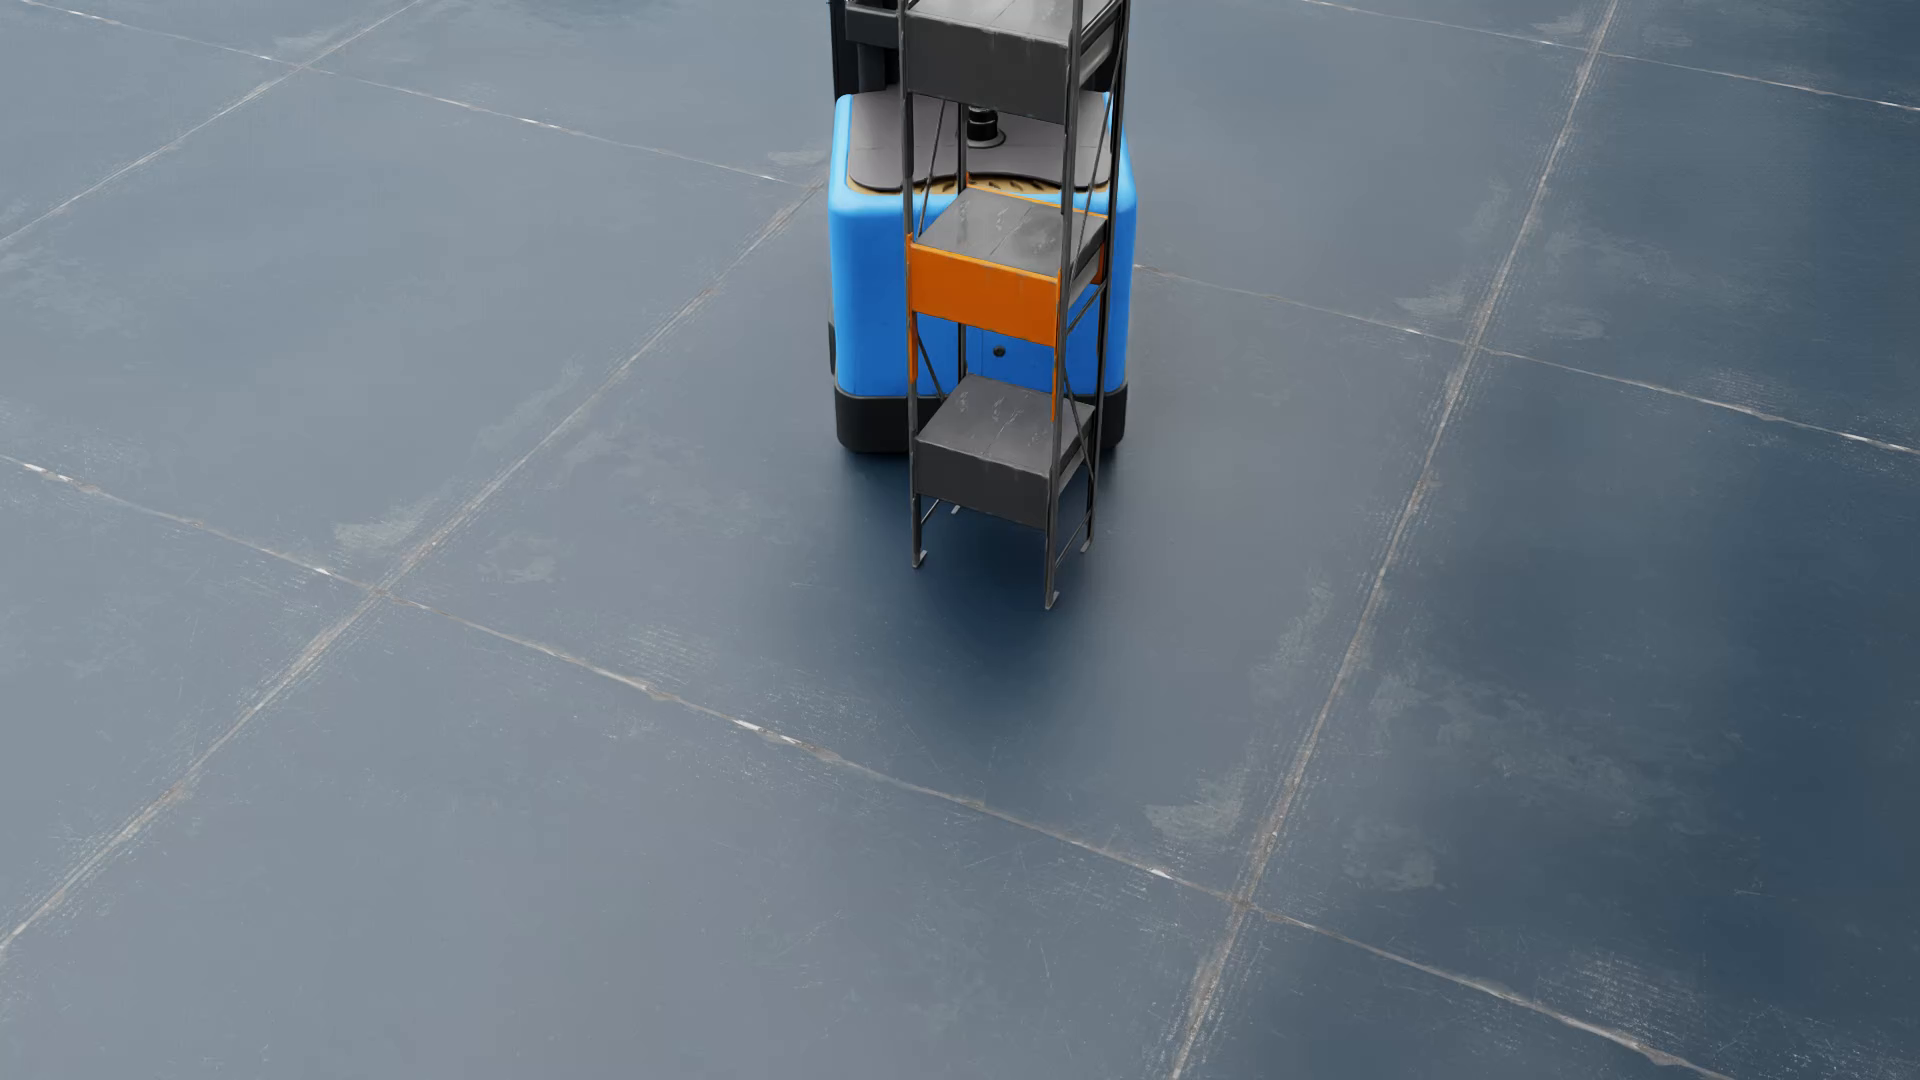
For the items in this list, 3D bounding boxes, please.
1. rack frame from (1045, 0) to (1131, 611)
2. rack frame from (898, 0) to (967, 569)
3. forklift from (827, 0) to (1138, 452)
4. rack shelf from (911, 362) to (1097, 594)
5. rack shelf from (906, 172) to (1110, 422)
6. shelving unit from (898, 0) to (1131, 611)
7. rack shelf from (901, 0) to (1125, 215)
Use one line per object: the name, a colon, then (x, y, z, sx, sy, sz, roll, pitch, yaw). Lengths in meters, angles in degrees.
rack frame: (0.371, -0.680, 4.931, 0.015, 2.100, 0.400, 17, 44, 19)
rack frame: (-0.071, -0.815, 5.087, 0.015, 2.100, 0.400, 17, 44, 19)
forklift: (0.051, -2.367, 6.243, 1.130, 2.935, 3.031, -1, 41, -1)
rack shelf: (0.150, -0.208, 5.477, 0.480, 0.518, 0.431, 17, 44, 19)
rack shelf: (0.150, -0.737, 5.018, 0.480, 0.518, 0.431, 17, 44, 19)
shelving unit: (0.150, -0.748, 5.009, 0.503, 2.100, 0.431, 17, 44, 19)
rack shelf: (0.150, -1.266, 4.560, 0.480, 0.518, 0.431, 17, 44, 19)
